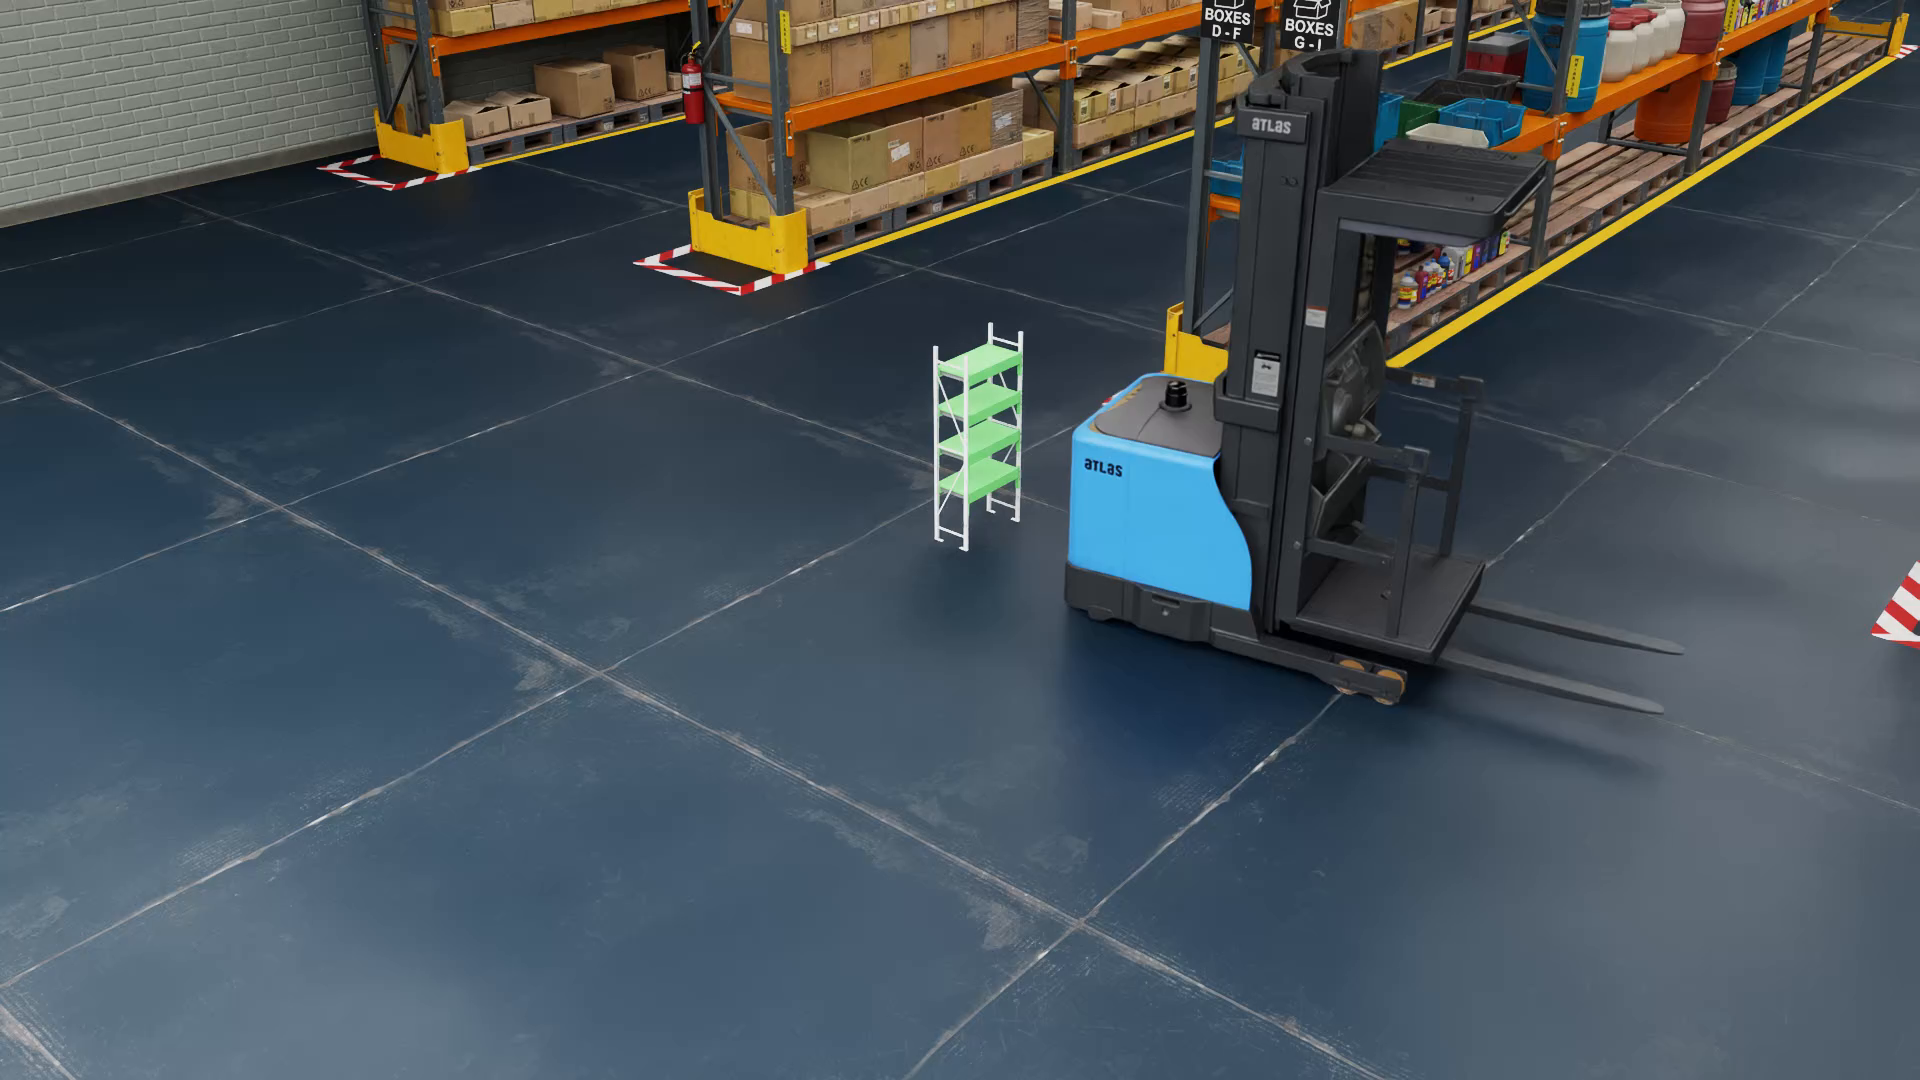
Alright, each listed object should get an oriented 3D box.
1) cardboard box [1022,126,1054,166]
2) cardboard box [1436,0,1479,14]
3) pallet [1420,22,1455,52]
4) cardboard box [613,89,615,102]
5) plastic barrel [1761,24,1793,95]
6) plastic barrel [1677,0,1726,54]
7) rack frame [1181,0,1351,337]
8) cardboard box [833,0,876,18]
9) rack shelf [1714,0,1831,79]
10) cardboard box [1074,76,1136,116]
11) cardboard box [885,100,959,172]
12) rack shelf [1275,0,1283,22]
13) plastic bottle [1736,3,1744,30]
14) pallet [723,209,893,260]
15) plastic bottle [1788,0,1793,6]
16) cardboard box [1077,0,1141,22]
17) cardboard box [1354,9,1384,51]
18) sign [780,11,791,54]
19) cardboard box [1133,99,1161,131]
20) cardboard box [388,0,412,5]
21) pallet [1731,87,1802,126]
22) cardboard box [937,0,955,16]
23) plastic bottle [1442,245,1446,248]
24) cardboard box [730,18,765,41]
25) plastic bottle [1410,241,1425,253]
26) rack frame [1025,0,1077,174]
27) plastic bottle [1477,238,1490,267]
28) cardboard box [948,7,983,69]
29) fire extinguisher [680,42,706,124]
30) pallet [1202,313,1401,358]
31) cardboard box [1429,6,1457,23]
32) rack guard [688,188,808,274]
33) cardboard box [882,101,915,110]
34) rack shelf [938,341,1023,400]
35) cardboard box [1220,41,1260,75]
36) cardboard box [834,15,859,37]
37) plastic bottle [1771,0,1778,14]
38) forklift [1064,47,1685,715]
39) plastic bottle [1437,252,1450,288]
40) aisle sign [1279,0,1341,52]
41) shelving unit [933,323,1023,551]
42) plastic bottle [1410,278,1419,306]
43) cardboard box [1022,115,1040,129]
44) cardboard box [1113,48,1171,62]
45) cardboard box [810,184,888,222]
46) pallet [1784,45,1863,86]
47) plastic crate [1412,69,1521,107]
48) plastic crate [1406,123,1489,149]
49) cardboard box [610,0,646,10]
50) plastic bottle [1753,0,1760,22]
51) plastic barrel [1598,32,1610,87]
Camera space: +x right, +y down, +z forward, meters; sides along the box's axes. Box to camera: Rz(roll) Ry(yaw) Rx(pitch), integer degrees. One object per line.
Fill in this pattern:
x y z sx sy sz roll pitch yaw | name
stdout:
0.593 -3.968 16.692 0.500 0.250 0.500 21 34 34 | cardboard box
6.999 -7.822 23.844 0.797 0.503 0.637 21 34 34 | cardboard box
6.246 -7.072 23.192 1.003 0.211 1.213 21 34 34 | pallet
-4.138 -5.046 18.863 0.380 0.149 0.250 18 32 30 | cardboard box
9.269 -5.685 19.302 0.600 0.901 0.708 21 34 34 | plastic barrel
7.023 -5.008 16.018 0.600 0.536 0.708 21 34 34 | plastic barrel
1.995 -2.364 11.055 1.000 3.000 0.127 21 34 34 | rack frame
-1.154 -4.802 14.248 0.700 0.500 0.500 20 33 33 | cardboard box
8.356 -5.590 18.074 1.077 0.370 4.000 21 34 34 | rack shelf
1.497 -4.695 17.487 0.500 0.311 0.500 20 34 34 | cardboard box
-0.356 -3.768 15.488 0.500 0.500 0.500 21 34 34 | cardboard box
4.536 -7.039 20.875 1.077 0.370 4.000 21 34 34 | rack shelf
7.903 -5.368 16.998 0.152 0.276 0.135 21 34 34 | plastic bottle
-1.370 -2.858 15.045 1.003 0.211 1.213 21 34 34 | pallet
9.074 -6.021 18.259 0.152 0.276 0.135 21 34 34 | plastic bottle
1.556 -5.730 17.453 0.500 0.500 0.500 24 36 38 | cardboard box
5.075 -6.544 21.376 0.500 0.500 0.500 21 34 35 | cardboard box
-1.400 -4.068 13.322 0.100 0.325 0.005 21 34 34 | sign
1.821 -4.632 17.976 0.500 0.250 0.500 20 33 33 | cardboard box
-5.513 -5.764 16.953 0.500 0.500 0.500 20 34 34 | cardboard box
9.105 -5.119 19.415 1.003 0.211 1.213 21 34 34 | pallet
-0.263 -4.860 15.065 0.380 0.149 0.250 22 35 36 | cardboard box
3.929 -2.297 13.403 0.061 0.283 0.133 21 34 34 | plastic bottle
-1.728 -4.337 14.054 0.380 0.149 0.250 20 33 34 | cardboard box
3.817 -2.594 13.904 0.144 0.351 0.185 21 34 34 | plastic bottle
0.720 -5.231 16.598 1.000 3.000 0.127 21 34 34 | rack frame
4.230 -2.421 13.569 0.144 0.351 0.185 19 33 32 | plastic bottle
-0.210 -4.751 15.560 0.700 0.500 0.500 21 34 35 | cardboard box
-2.258 -3.873 14.056 0.296 0.674 0.183 21 34 34 | fire extinguisher
2.528 -1.453 12.329 1.003 0.211 1.213 21 34 34 | pallet
6.785 -7.400 23.395 0.380 0.166 0.250 21 34 34 | cardboard box
-1.840 -2.694 14.414 1.175 0.500 0.348 21 34 34 | rack guard
-0.769 -3.924 15.791 0.500 0.500 0.500 21 34 34 | cardboard box
0.105 -0.961 9.397 0.258 0.148 0.480 21 34 34 | rack shelf
3.121 -5.606 19.248 0.500 0.311 0.500 22 34 36 | cardboard box
-1.083 -4.404 14.184 0.380 0.149 0.250 21 34 35 | cardboard box
8.729 -5.799 17.822 0.061 0.283 0.133 21 34 34 | plastic bottle
2.101 -0.772 8.052 3.031 2.935 1.130 14 31 26 | forklift
3.800 -2.128 13.090 0.097 0.271 0.097 0 27 0 | plastic bottle
2.176 -3.408 10.243 0.394 0.787 0.004 21 34 34 | aisle sign
0.105 -0.592 9.588 0.258 1.200 0.503 21 34 34 | shelving unit
3.455 -1.905 12.735 0.097 0.201 0.097 0 27 0 | plastic bottle
0.760 -4.428 17.581 0.500 0.250 0.500 20 34 34 | cardboard box
2.051 -5.395 18.840 0.500 0.311 0.500 20 33 33 | cardboard box
-0.996 -3.082 14.978 0.500 0.250 0.500 21 34 34 | cardboard box
10.842 -6.087 21.286 1.003 0.211 1.213 21 34 34 | pallet
4.109 -3.606 13.524 0.767 0.338 0.504 21 34 34 | plastic crate
3.702 -3.015 12.601 0.530 0.136 0.437 21 34 34 | plastic crate
-3.804 -6.006 18.238 0.500 0.250 0.500 21 34 34 | cardboard box
8.291 -5.563 17.379 0.097 0.271 0.097 0 27 0 | plastic bottle
5.317 -4.118 14.297 0.433 0.535 0.433 0 27 0 | plastic barrel
